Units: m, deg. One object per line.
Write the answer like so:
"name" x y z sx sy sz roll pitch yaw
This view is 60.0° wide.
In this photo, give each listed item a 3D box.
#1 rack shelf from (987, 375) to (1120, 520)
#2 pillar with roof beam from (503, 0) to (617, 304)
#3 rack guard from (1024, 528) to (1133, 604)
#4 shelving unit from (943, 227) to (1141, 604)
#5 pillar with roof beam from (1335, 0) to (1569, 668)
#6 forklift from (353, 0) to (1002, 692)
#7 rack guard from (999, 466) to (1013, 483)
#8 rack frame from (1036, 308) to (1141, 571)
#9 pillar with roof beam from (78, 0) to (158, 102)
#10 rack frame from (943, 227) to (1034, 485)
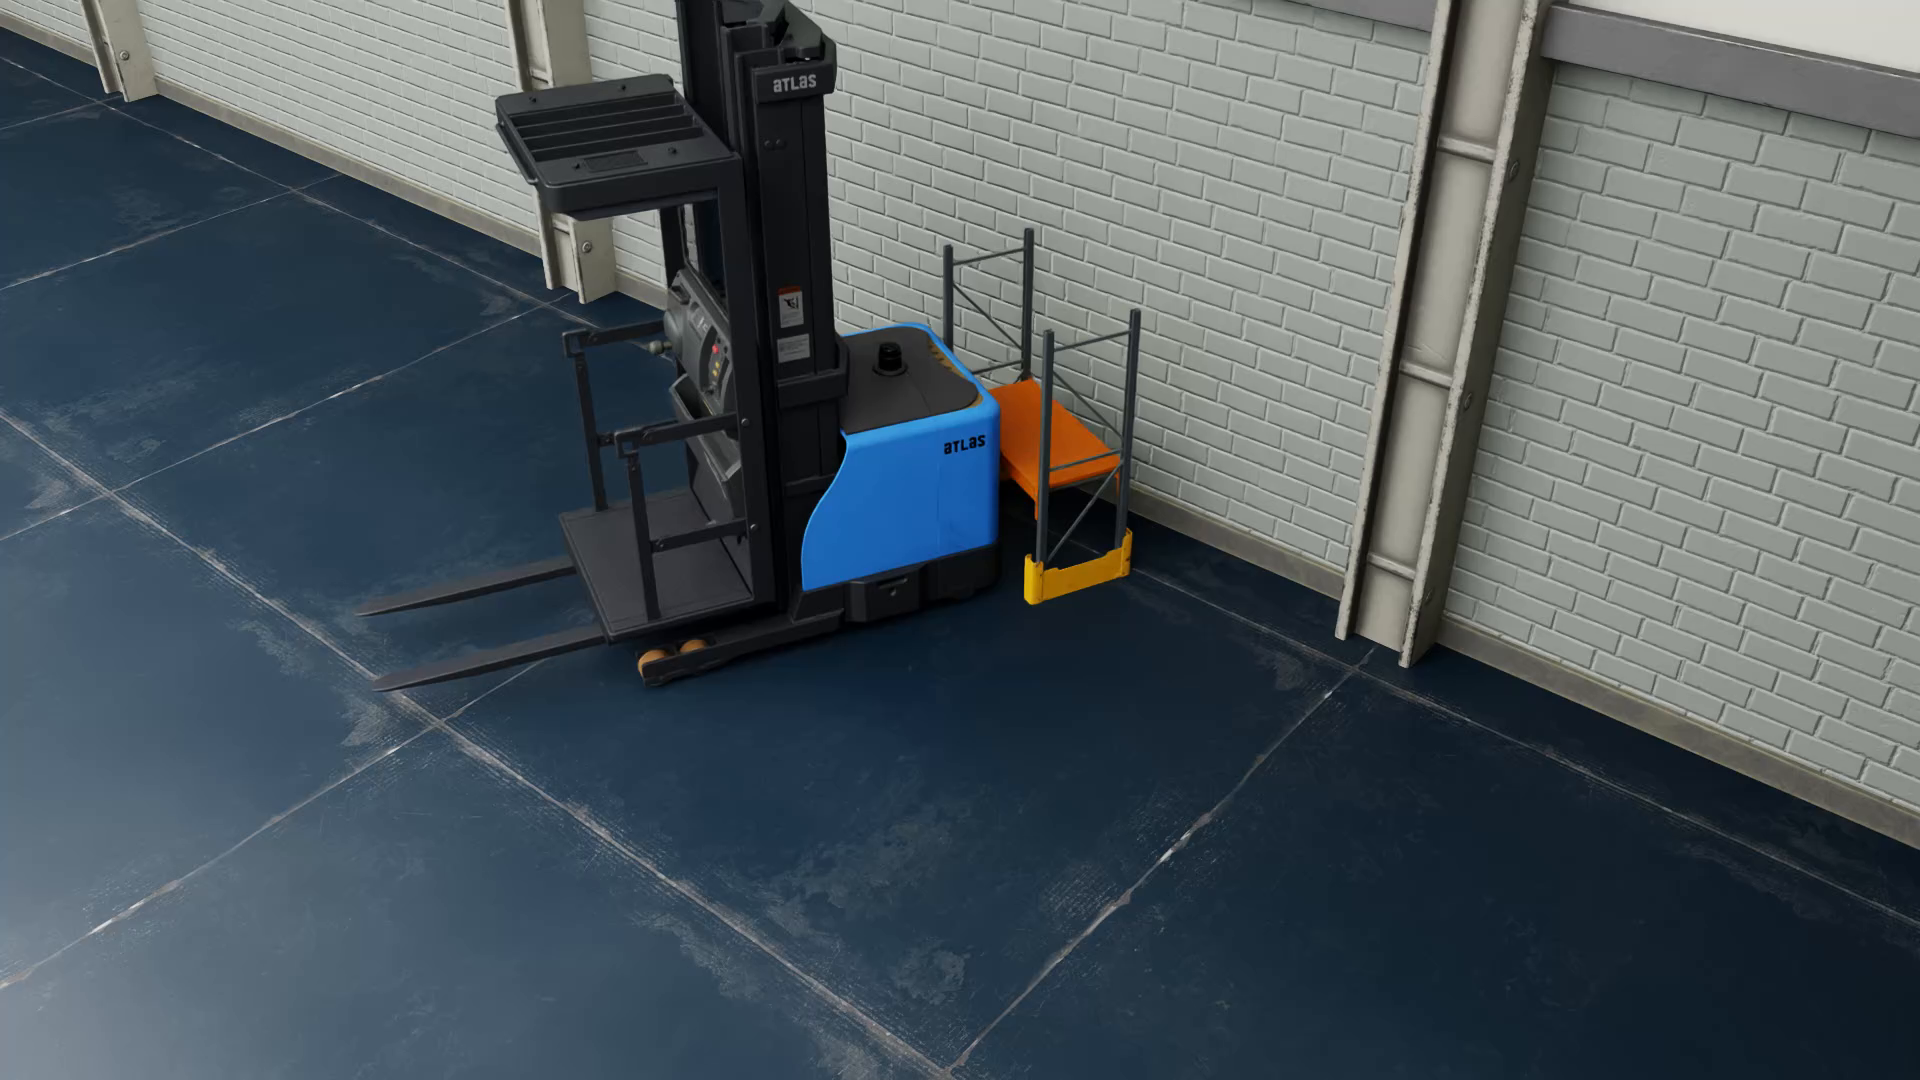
"rack shelf" 0.374 -0.487 8.453 0.538 0.185 1.000 -16 38 -22
"pillar with roof beam" -5.298 -3.539 5.954 0.400 9.000 9.100 25 42 32
"rack guard" 0.595 0.127 8.345 0.587 0.250 0.087 -16 38 -22
"shelving unit" 0.370 -0.640 8.358 0.587 1.500 1.083 -16 38 -22
"pillar with roof beam" -0.687 -1.365 2.789 0.400 9.000 9.100 25 42 32
"forklift" -1.358 -0.871 7.429 3.031 2.935 1.130 -14 37 -19
"rack guard" 0.145 -0.377 9.078 0.587 0.250 0.087 -16 38 -22
"rack frame" 0.603 -0.379 7.977 0.500 1.500 0.032 -16 38 -22
"pillar with roof beam" -9.910 -5.712 9.118 0.400 9.000 9.100 25 42 32
"rack frame" 0.145 -0.893 8.725 0.500 1.500 0.032 -16 38 -22
